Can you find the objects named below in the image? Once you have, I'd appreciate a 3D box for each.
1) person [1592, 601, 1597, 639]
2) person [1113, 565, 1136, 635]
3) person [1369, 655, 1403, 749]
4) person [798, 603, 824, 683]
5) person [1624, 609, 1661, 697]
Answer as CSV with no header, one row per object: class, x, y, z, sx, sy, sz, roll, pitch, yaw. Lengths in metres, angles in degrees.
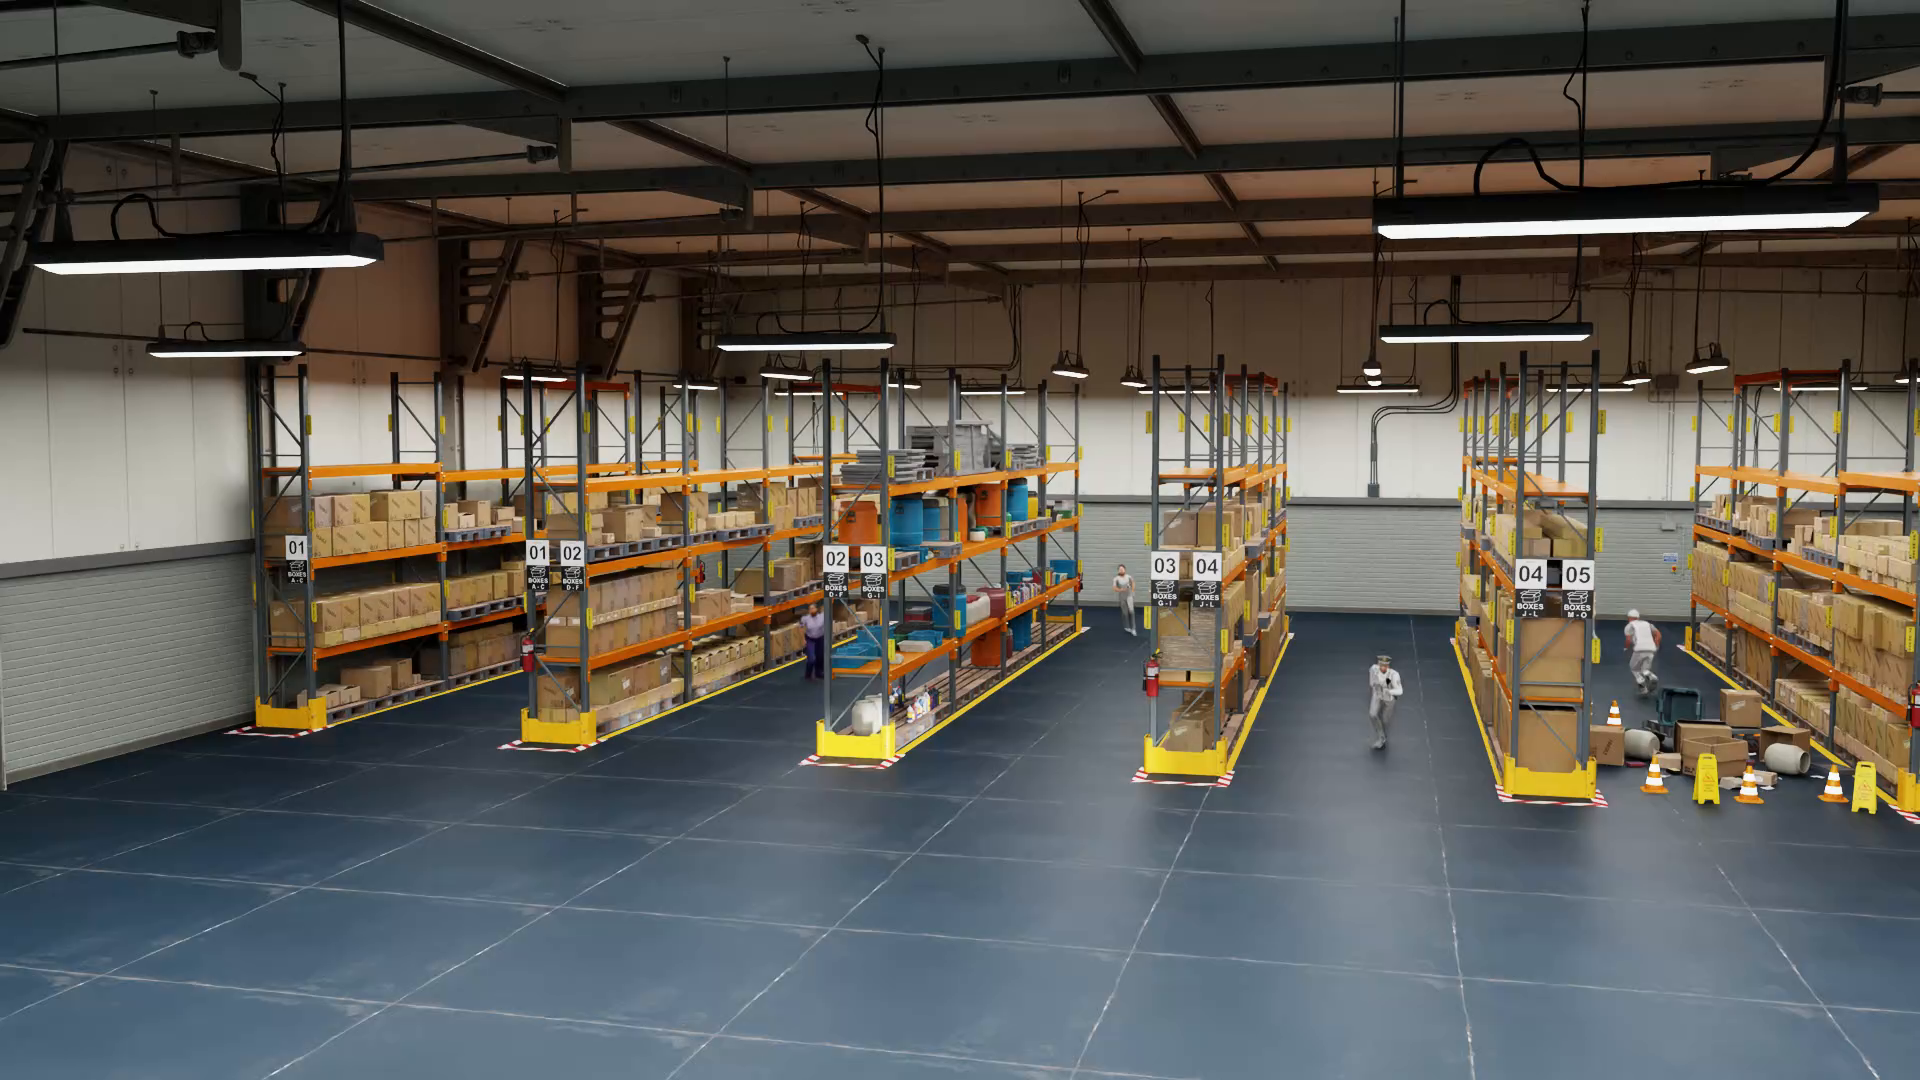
person,13.608,1.686,36.193,0.598,1.660,0.942,-1,4,-8
person,3.933,1.551,39.942,0.554,1.458,0.686,0,4,-2
person,6.590,2.468,25.748,0.569,1.452,1.082,2,4,22
person,-2.802,2.001,32.491,0.652,1.593,0.776,-3,5,-33
person,12.651,2.104,30.735,0.676,1.578,0.983,-1,4,-9
